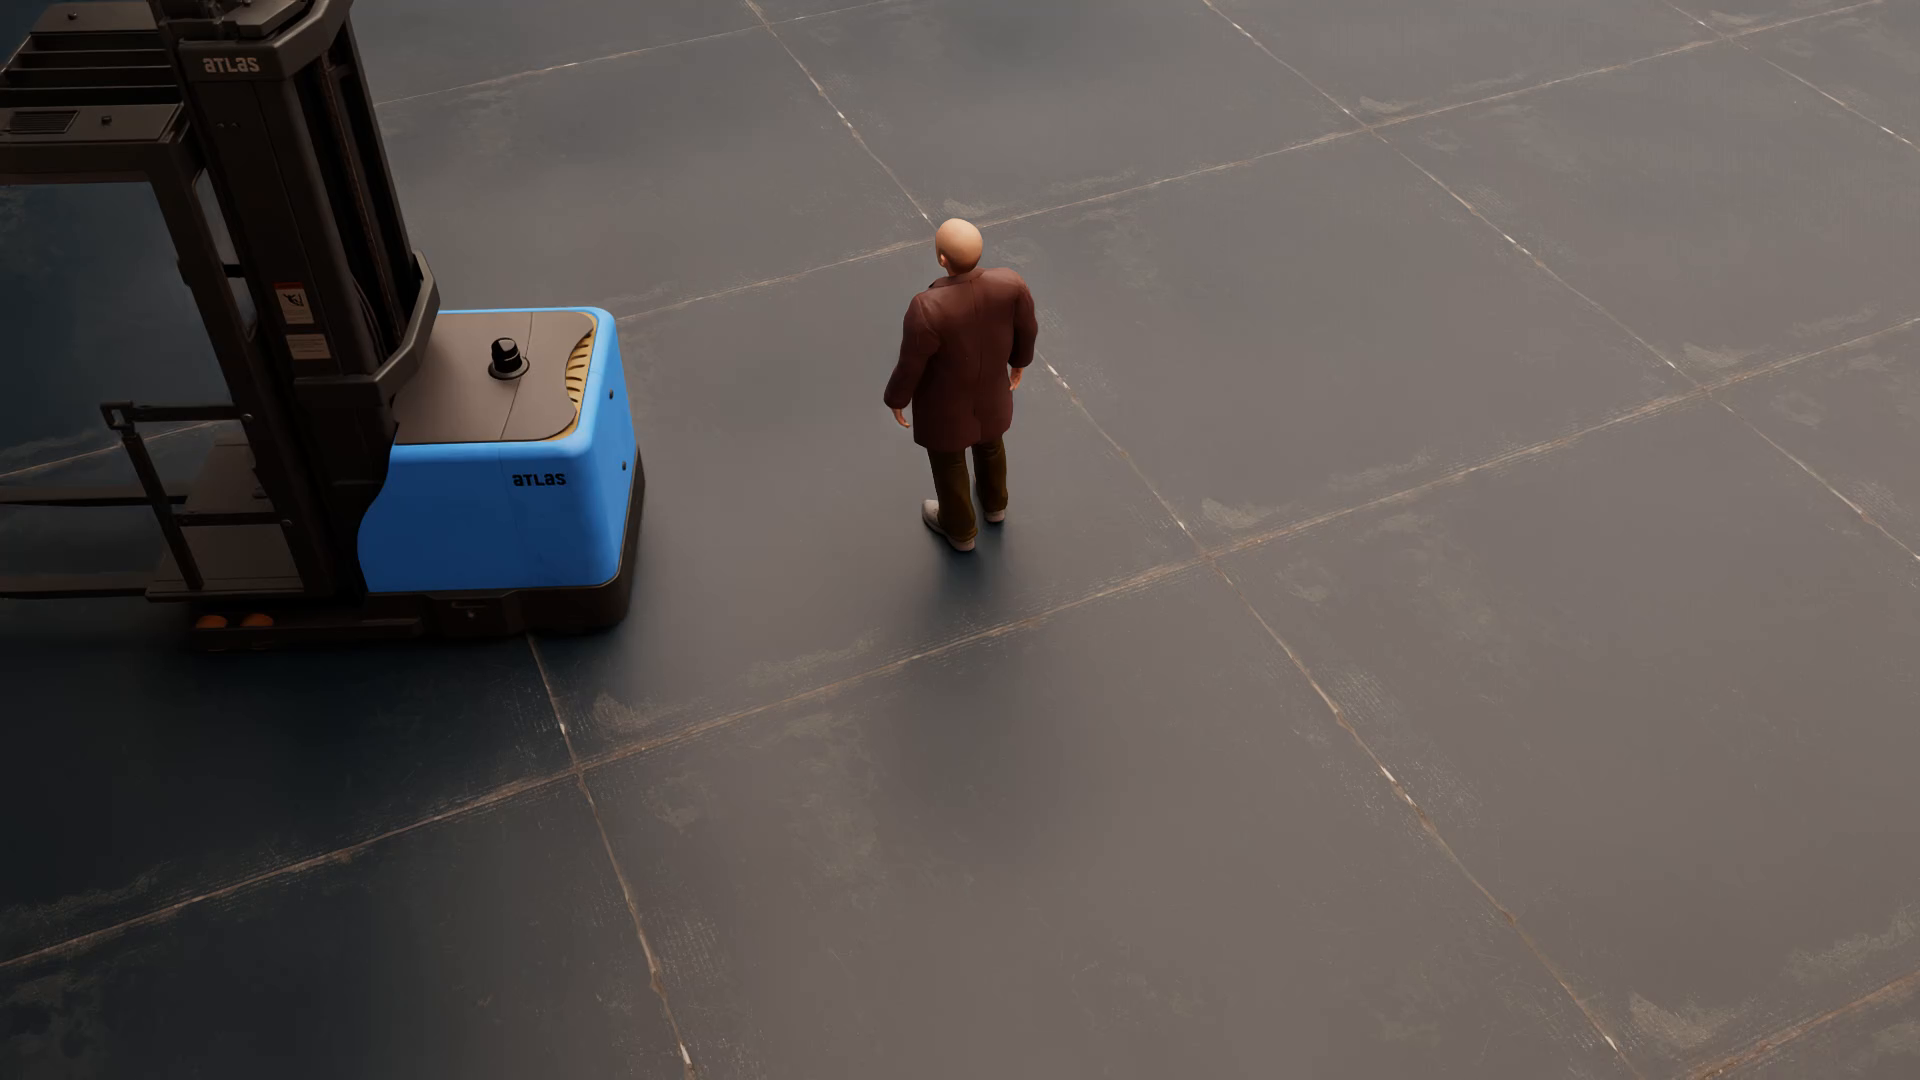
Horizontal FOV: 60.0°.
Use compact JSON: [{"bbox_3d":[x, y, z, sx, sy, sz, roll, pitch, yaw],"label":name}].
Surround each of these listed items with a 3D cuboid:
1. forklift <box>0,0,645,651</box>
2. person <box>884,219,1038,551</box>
[{"bbox_3d":[-3.010,-0.954,6.702,3.031,2.935,1.130,-2,43,-2],"label":"forklift"},{"bbox_3d":[-0.035,-0.713,7.279,0.696,1.777,0.579,-18,46,-18],"label":"person"}]
